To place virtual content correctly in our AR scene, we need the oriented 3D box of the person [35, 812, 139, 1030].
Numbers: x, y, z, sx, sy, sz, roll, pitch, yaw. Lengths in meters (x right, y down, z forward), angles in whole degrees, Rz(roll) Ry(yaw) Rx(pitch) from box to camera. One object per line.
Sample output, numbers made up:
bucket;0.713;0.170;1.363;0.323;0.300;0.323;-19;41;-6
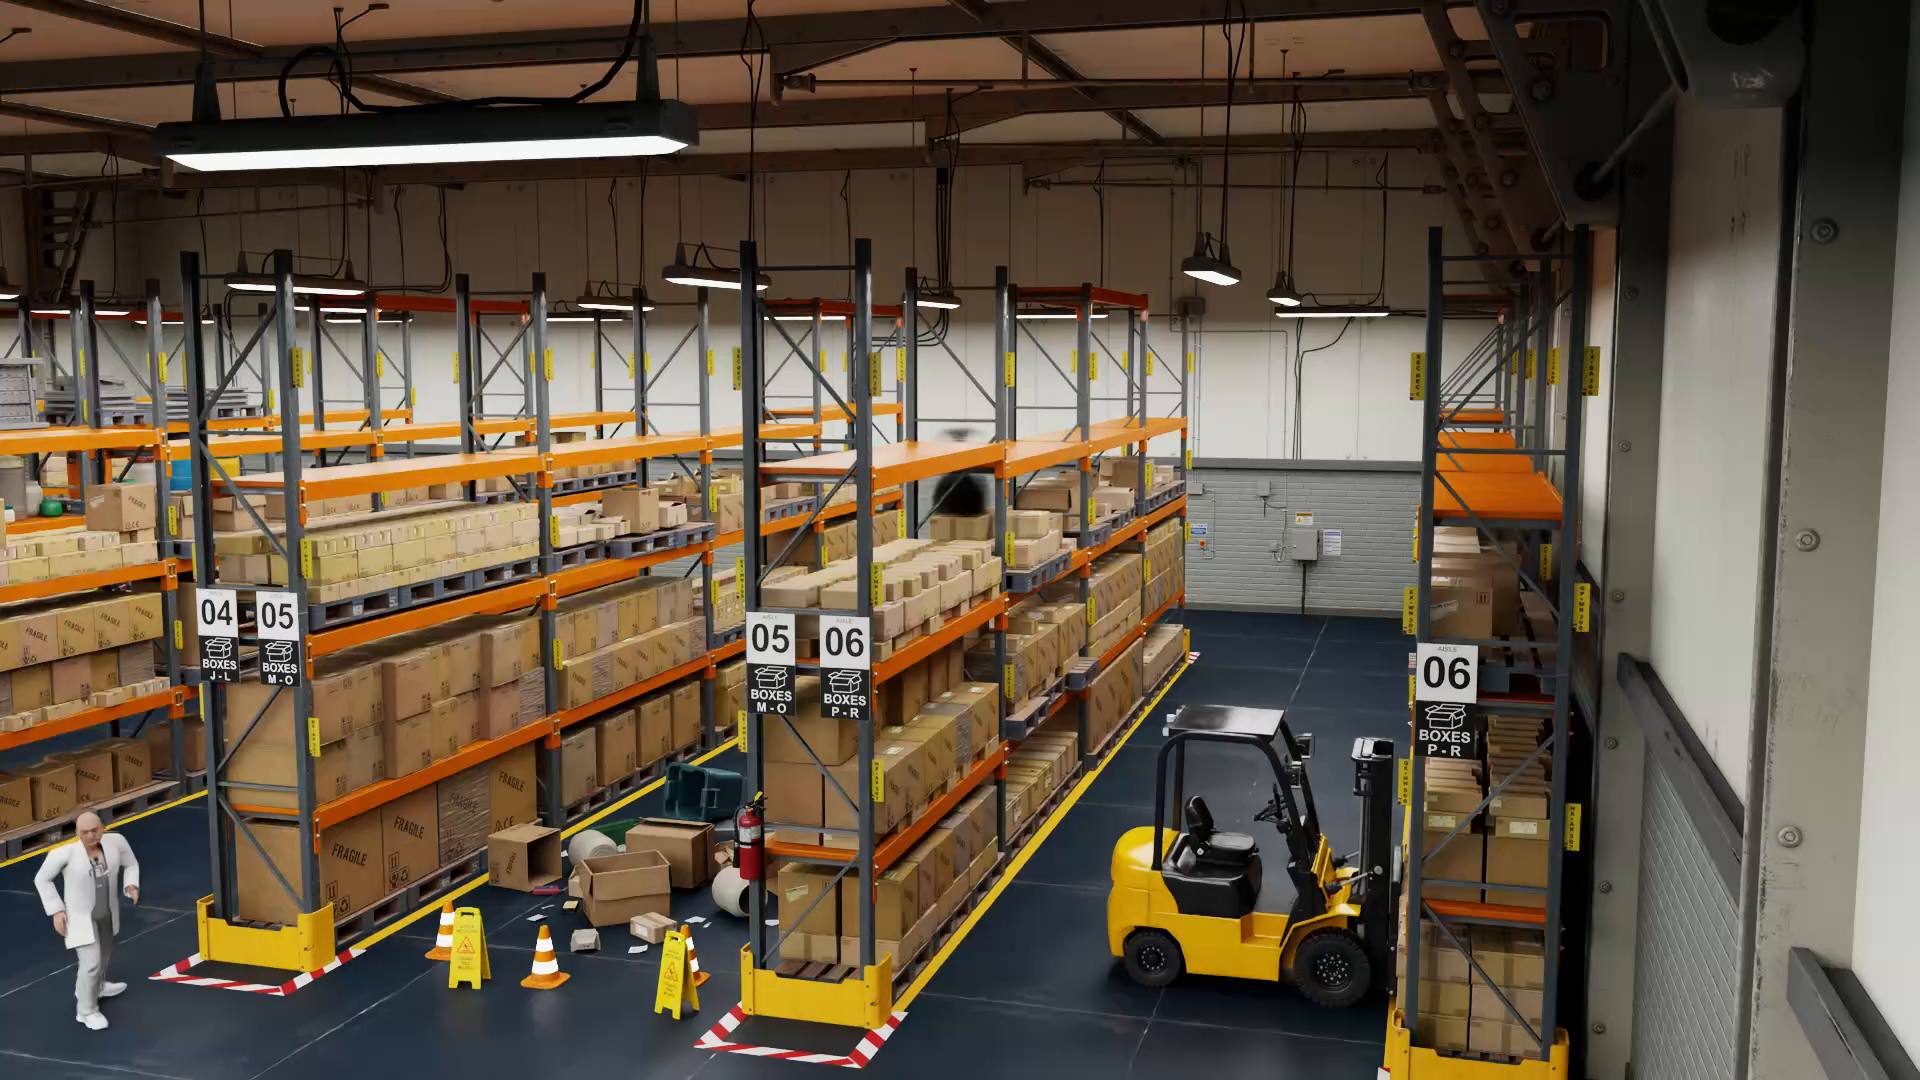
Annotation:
person;-6.711;2.894;12.911;0.958;1.704;0.765;3;7;29
